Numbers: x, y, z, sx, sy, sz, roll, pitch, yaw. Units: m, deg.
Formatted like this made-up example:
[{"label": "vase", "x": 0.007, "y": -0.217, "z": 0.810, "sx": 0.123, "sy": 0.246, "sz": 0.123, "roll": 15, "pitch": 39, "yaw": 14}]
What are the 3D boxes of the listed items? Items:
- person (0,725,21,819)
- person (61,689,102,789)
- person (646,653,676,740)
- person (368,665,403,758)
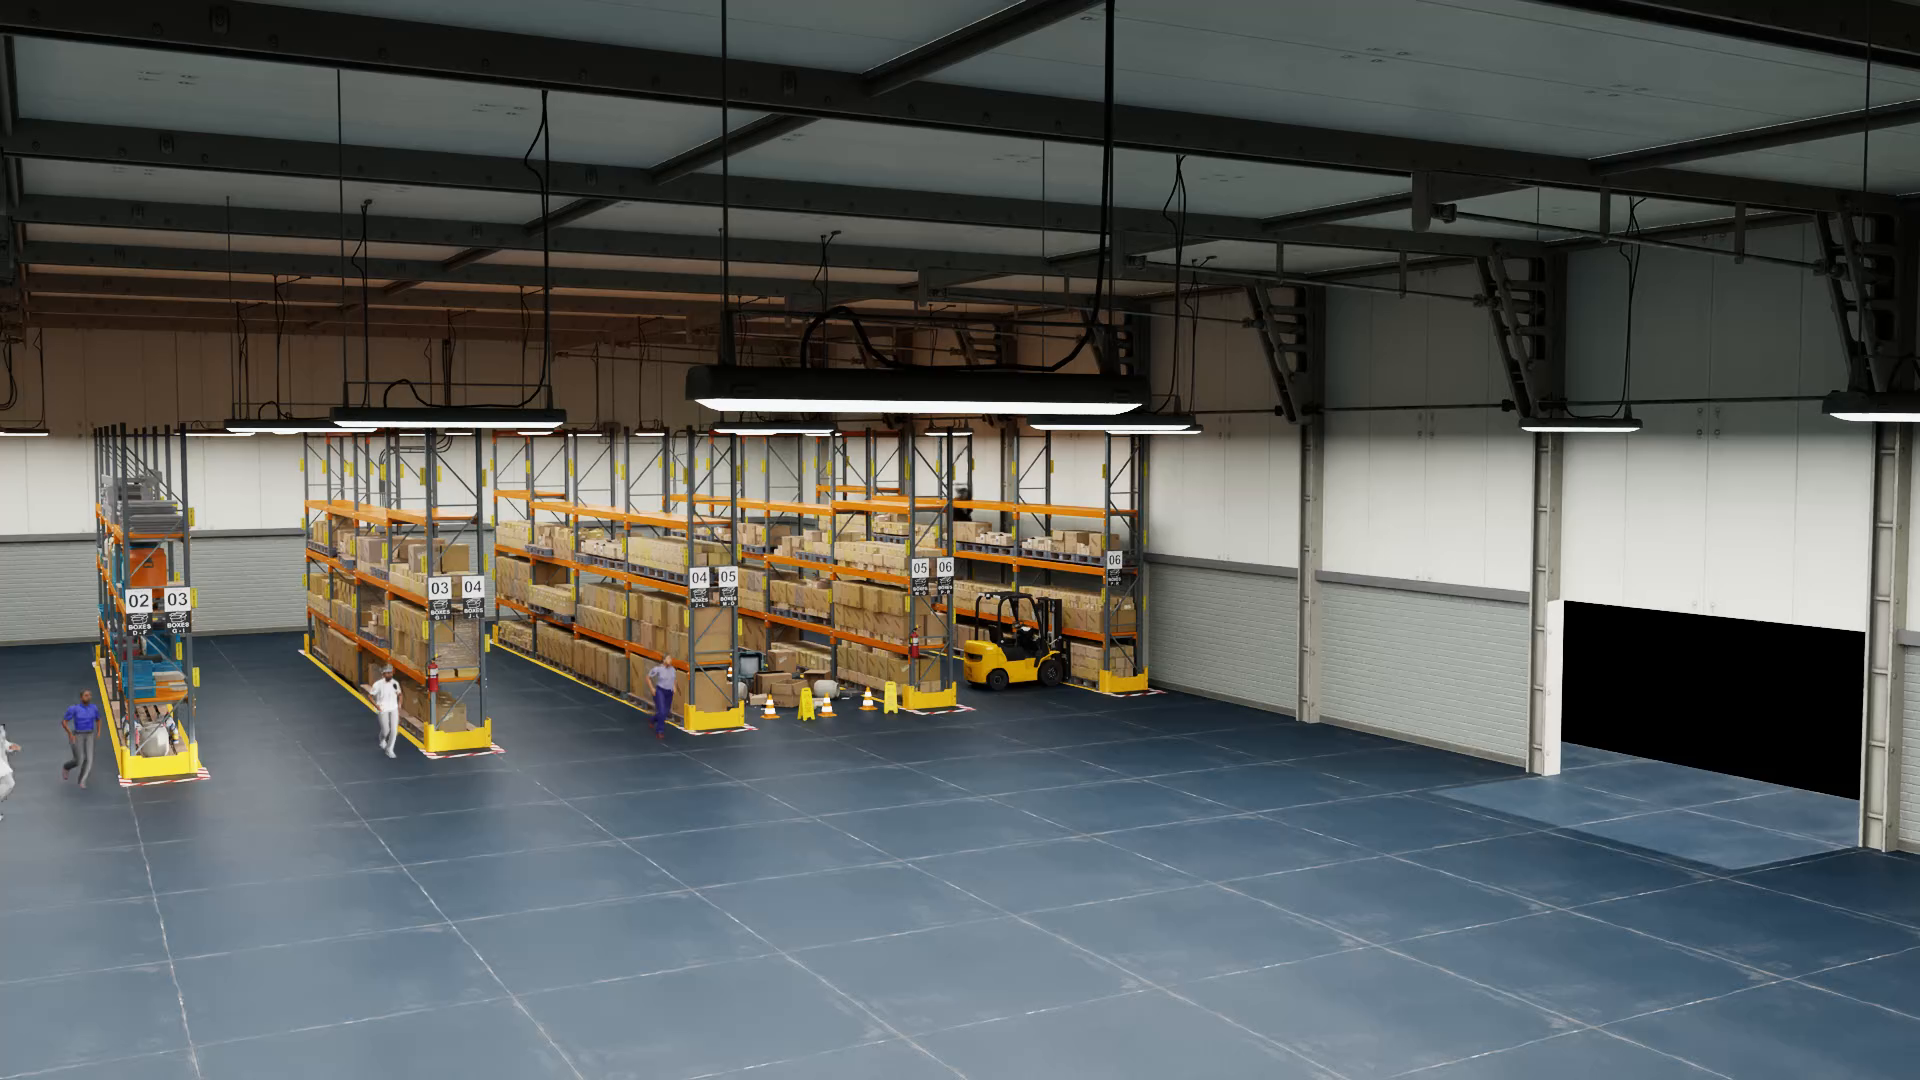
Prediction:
[{"label": "person", "x": -14.375, "y": 3.337, "z": 24.830, "sx": 0.649, "sy": 1.732, "sz": 0.691, "roll": 0, "pitch": 3, "yaw": -8}, {"label": "person", "x": -14.493, "y": 3.285, "z": 27.479, "sx": 0.561, "sy": 1.643, "sz": 0.595, "roll": 2, "pitch": 4, "yaw": 35}, {"label": "person", "x": -5.741, "y": 2.995, "z": 32.108, "sx": 0.727, "sy": 1.618, "sz": 0.651, "roll": 3, "pitch": 5, "yaw": 44}, {"label": "person", "x": -10.370, "y": 3.084, "z": 30.084, "sx": 0.610, "sy": 1.669, "sz": 0.524, "roll": -2, "pitch": 4, "yaw": -35}]
